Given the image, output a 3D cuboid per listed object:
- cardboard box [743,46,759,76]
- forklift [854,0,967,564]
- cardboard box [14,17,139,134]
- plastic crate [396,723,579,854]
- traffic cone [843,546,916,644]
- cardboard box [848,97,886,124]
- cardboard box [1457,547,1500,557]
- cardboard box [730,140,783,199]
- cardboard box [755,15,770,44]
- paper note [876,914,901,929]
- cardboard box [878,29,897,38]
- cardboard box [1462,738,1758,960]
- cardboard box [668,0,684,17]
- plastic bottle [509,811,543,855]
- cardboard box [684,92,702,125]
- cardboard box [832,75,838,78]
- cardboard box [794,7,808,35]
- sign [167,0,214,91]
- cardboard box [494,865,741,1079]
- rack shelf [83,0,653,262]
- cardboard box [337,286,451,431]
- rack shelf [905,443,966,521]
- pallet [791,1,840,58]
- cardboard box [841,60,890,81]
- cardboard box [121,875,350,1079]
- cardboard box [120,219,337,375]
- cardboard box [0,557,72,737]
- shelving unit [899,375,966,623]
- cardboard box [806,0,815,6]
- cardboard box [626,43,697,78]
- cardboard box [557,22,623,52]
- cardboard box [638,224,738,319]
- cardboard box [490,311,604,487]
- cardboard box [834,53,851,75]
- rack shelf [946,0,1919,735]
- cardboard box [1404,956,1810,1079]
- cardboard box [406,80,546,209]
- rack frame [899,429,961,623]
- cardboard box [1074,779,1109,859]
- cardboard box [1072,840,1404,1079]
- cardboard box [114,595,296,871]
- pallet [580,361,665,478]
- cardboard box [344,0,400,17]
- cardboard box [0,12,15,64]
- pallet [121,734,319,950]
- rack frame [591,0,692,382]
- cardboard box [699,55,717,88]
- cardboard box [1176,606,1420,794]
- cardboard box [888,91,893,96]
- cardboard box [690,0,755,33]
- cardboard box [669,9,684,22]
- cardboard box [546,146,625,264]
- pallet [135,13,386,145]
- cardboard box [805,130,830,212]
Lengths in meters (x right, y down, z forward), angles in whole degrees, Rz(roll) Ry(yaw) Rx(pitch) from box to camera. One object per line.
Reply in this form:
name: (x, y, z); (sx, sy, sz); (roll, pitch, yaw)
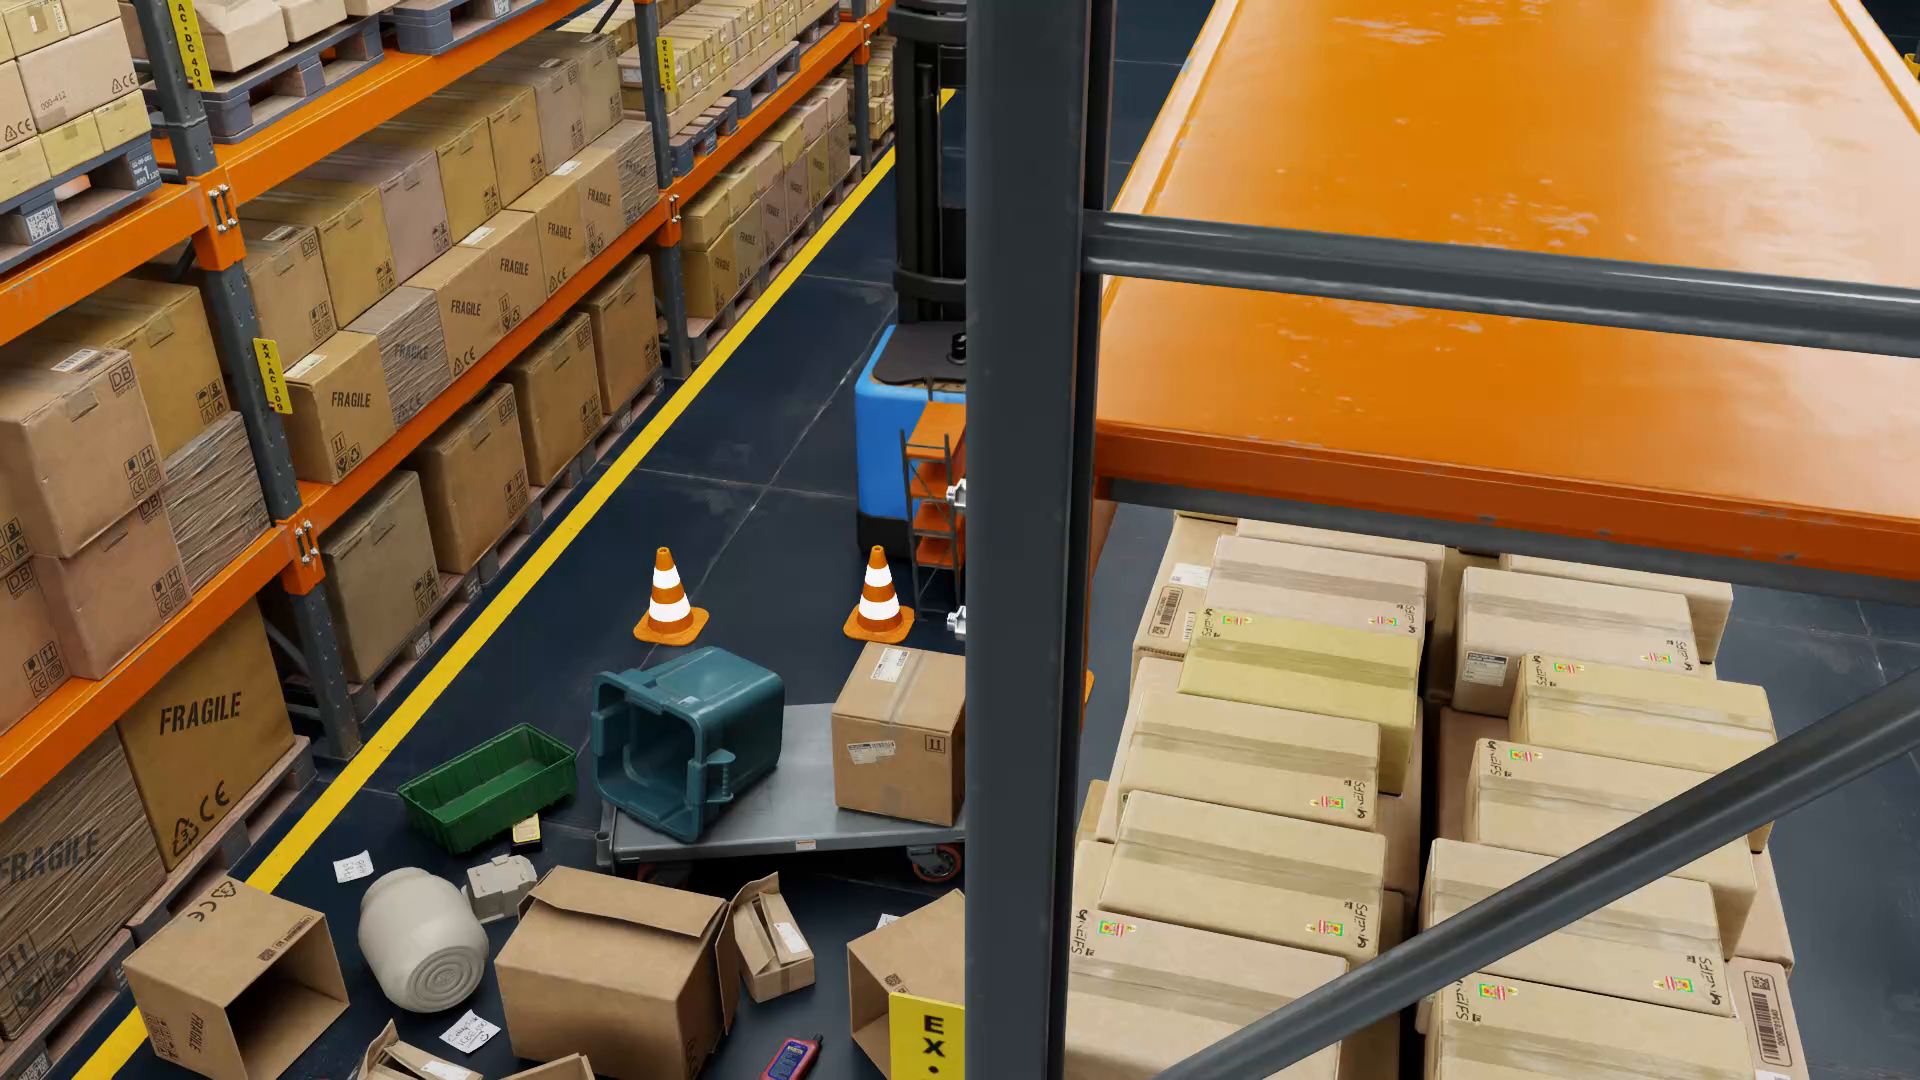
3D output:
cardboard box: (-1.637, -3.372, 11.671); (0.380, 0.149, 0.250); (8, 33, 13)
forklift: (0.233, -1.852, 9.502); (1.130, 2.935, 3.031); (6, 33, 10)
cardboard box: (-3.172, -1.589, 5.606); (0.500, 0.250, 0.500); (8, 33, 12)
plastic crate: (-2.073, 1.099, 7.363); (0.662, 0.188, 0.450); (-28, 32, -37)
traffic cone: (-0.415, 0.239, 8.512); (0.336, 0.463, 0.334); (8, 33, 12)
cardboard box: (-0.864, -3.728, 14.376); (0.380, 0.149, 0.250); (10, 34, 15)
cardboard box: (1.207, -0.073, 3.334); (0.380, 0.149, 0.250); (9, 33, 13)
cardboard box: (-1.605, -2.690, 11.995); (0.500, 0.250, 0.500); (8, 33, 13)
cardboard box: (-1.574, -3.637, 11.811); (0.380, 0.149, 0.250); (9, 34, 14)
paper note: (-0.267, 1.585, 6.798); (0.148, 0.019, 0.142); (8, 33, 12)
cardboard box: (-0.556, -4.667, 15.576); (0.380, 0.149, 0.250); (8, 33, 13)
cardboard box: (0.962, 0.458, 2.499); (0.380, 0.149, 0.250); (8, 33, 12)
cardboard box: (-2.203, -3.853, 11.872); (0.380, 0.149, 0.250); (9, 34, 14)
plastic bottle: (-1.906, 1.257, 7.286); (0.133, 0.061, 0.283); (-8, 33, -13)
cardboard box: (-1.904, -2.823, 10.807); (0.380, 0.149, 0.250); (10, 34, 15)
cardboard box: (-1.227, -4.190, 15.104); (0.380, 0.149, 0.250); (8, 33, 13)
cardboard box: (-1.369, -3.928, 12.545); (0.380, 0.149, 0.250); (6, 33, 10)
sign: (-2.759, -1.775, 5.964); (0.100, 0.325, 0.005); (8, 33, 12)
cardboard box: (-1.271, 1.619, 6.178); (0.797, 0.637, 0.503); (8, 33, 12)
rack shelf: (-2.788, -2.332, 8.067); (1.077, 0.370, 4.000); (8, 33, 12)
cardboard box: (-2.775, -0.873, 7.804); (0.500, 0.500, 0.500); (8, 33, 13)
rack shelf: (-0.085, -0.310, 8.348); (0.258, 0.148, 0.480); (7, 39, 13)
pallet: (-1.600, -4.026, 13.035); (1.003, 0.211, 1.213); (8, 33, 12)
cardboard box: (-0.834, -4.132, 14.735); (0.380, 0.149, 0.250); (8, 33, 12)
cardboard box: (-2.697, 1.667, 6.230); (0.500, 0.500, 0.500); (14, 35, 21)
cardboard box: (-3.175, -1.055, 7.158); (0.700, 0.500, 0.500); (7, 33, 12)
cardboard box: (-3.746, 0.350, 5.833); (0.875, 0.550, 0.550); (8, 33, 12)
shelving unit: (-0.076, -0.187, 8.444); (0.258, 1.200, 0.503); (7, 39, 13)
cardboard box: (-1.307, -4.182, 12.667); (0.380, 0.149, 0.250); (9, 34, 14)
cardboard box: (-1.910, -3.083, 10.662); (0.380, 0.149, 0.250); (7, 33, 11)
cardboard box: (-2.467, -3.313, 11.023); (0.380, 0.149, 0.250); (9, 34, 14)
cardboard box: (-1.855, -1.863, 11.392); (0.500, 0.500, 0.500); (7, 33, 10)
cardboard box: (-2.741, -0.878, 9.610); (1.050, 0.750, 0.750); (9, 33, 13)
cardboard box: (-1.203, -4.321, 15.032); (0.380, 0.149, 0.250); (9, 34, 14)
rack shelf: (1.010, -0.900, 3.021); (1.077, 0.370, 4.000); (8, 33, 12)
cardboard box: (0.888, 0.812, 2.313); (0.500, 0.250, 0.500); (7, 33, 12)
cardboard box: (-2.659, -2.111, 8.820); (0.700, 0.500, 0.500); (8, 33, 12)
rack frame: (-0.137, -0.039, 8.260); (0.240, 1.200, 0.015); (7, 39, 13)
cardboard box: (0.587, 0.940, 3.742); (0.700, 0.500, 0.500); (8, 33, 12)
cardboard box: (0.372, 0.735, 2.435); (0.500, 0.250, 0.500); (8, 33, 12)
cardboard box: (-3.523, 0.704, 7.005); (0.875, 0.875, 0.875); (9, 33, 13)
pallet: (-2.554, -0.832, 10.432); (1.003, 0.211, 1.213); (8, 33, 12)
cardboard box: (-2.689, -2.403, 7.258); (0.380, 0.149, 0.250); (8, 33, 12)
cardboard box: (-3.209, -1.553, 5.178); (0.380, 0.149, 0.250); (8, 33, 12)
pallet: (-3.564, 1.228, 7.191); (1.003, 0.211, 1.213); (8, 33, 12)
rack frame: (-2.281, -2.408, 10.312); (1.000, 3.000, 0.127); (8, 33, 12)
cardboard box: (-1.832, -3.108, 10.978); (0.380, 0.149, 0.250); (7, 33, 11)
cardboard box: (0.567, 0.265, 2.802); (0.380, 0.149, 0.250); (8, 33, 13)
cardboard box: (-0.766, -4.016, 15.106); (0.380, 0.149, 0.250); (7, 33, 11)
cardboard box: (-1.644, -3.626, 11.516); (0.380, 0.149, 0.250); (9, 34, 14)
cardboard box: (-2.205, -3.727, 11.952); (0.380, 0.149, 0.250); (7, 33, 11)
cardboard box: (-2.263, -1.921, 9.453); (0.500, 0.500, 0.500); (8, 33, 12)
pallet: (-3.111, -2.000, 7.052); (0.805, 0.209, 1.217); (7, 33, 10)
cardboard box: (-1.340, -2.921, 13.058); (0.500, 0.500, 0.500); (7, 33, 11)
